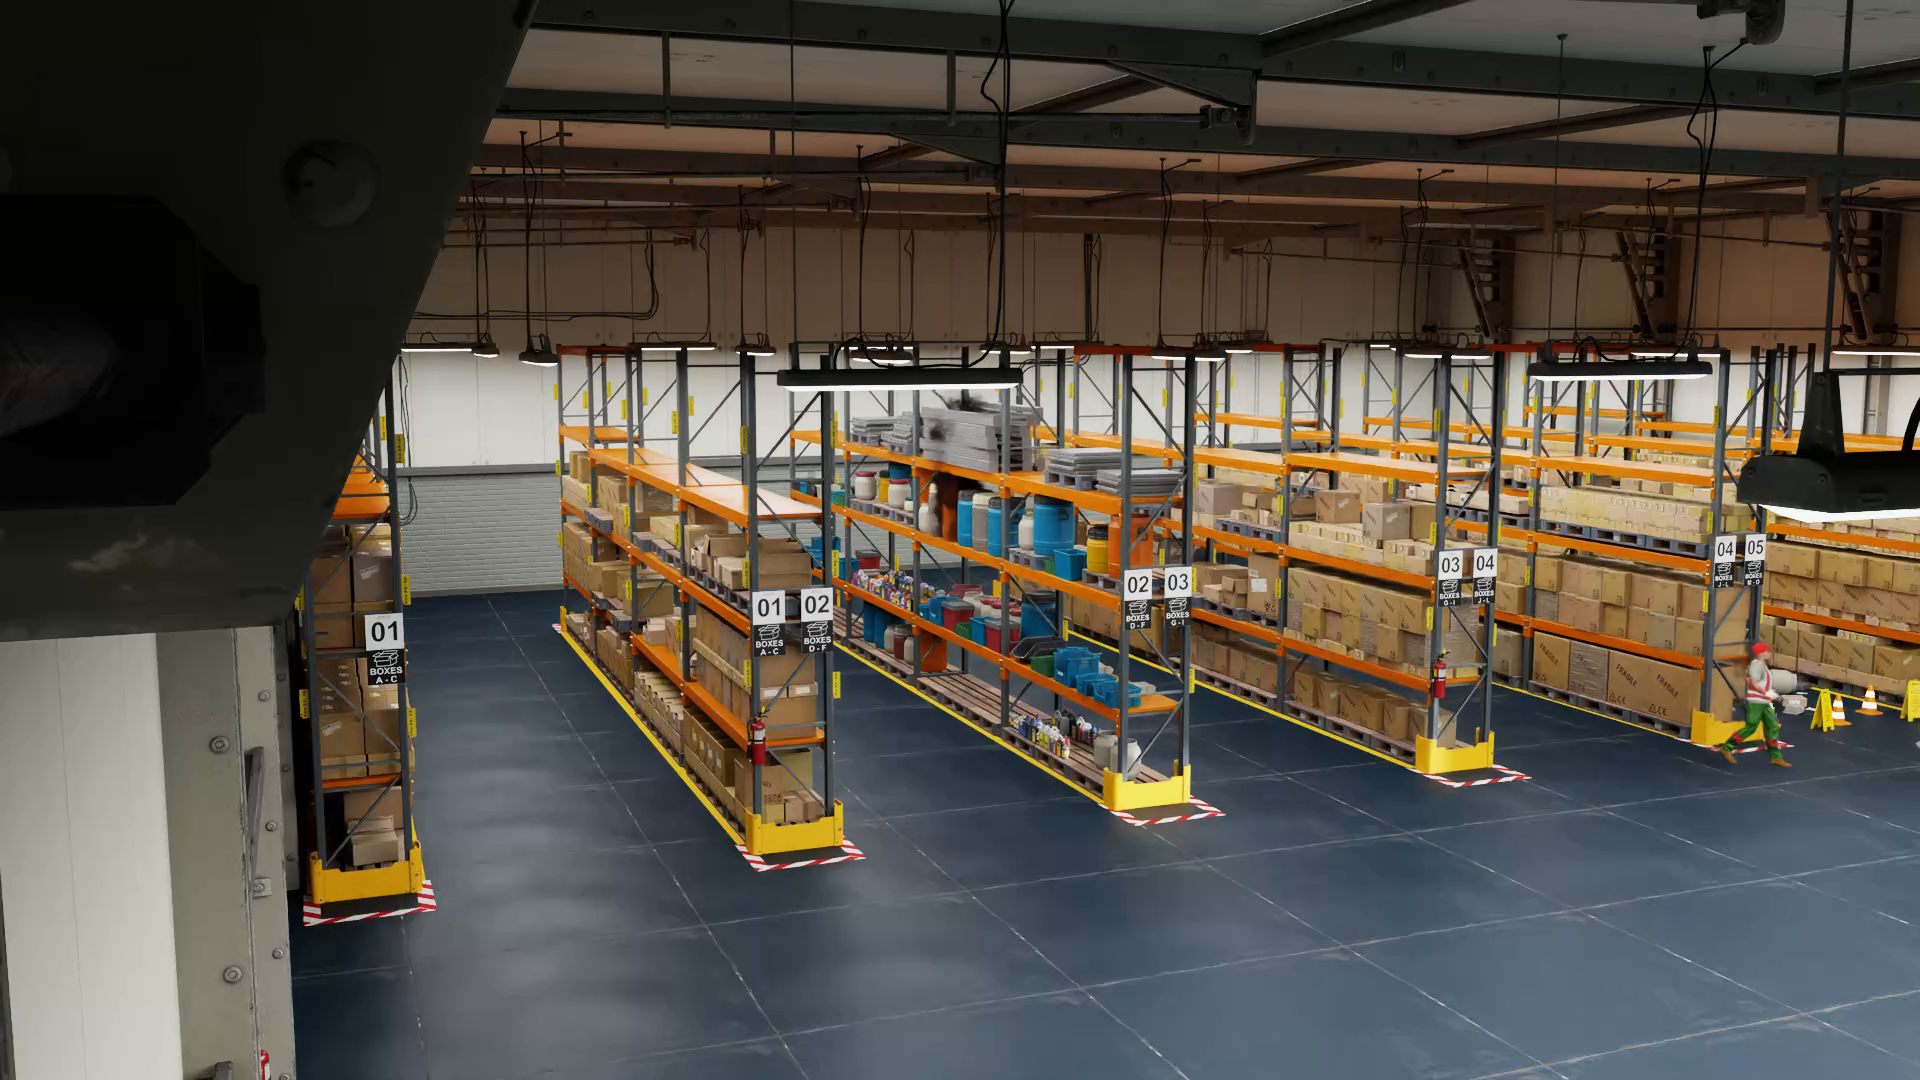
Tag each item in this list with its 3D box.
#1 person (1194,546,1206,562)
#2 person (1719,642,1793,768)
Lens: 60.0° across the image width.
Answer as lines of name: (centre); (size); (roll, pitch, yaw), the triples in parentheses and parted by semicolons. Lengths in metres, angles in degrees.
person: (6.003, 0.241, 41.858); (0.659, 1.628, 0.721); (2, 8, 15)
person: (11.637, 2.373, 24.176); (0.969, 1.763, 0.713); (5, 9, 32)
